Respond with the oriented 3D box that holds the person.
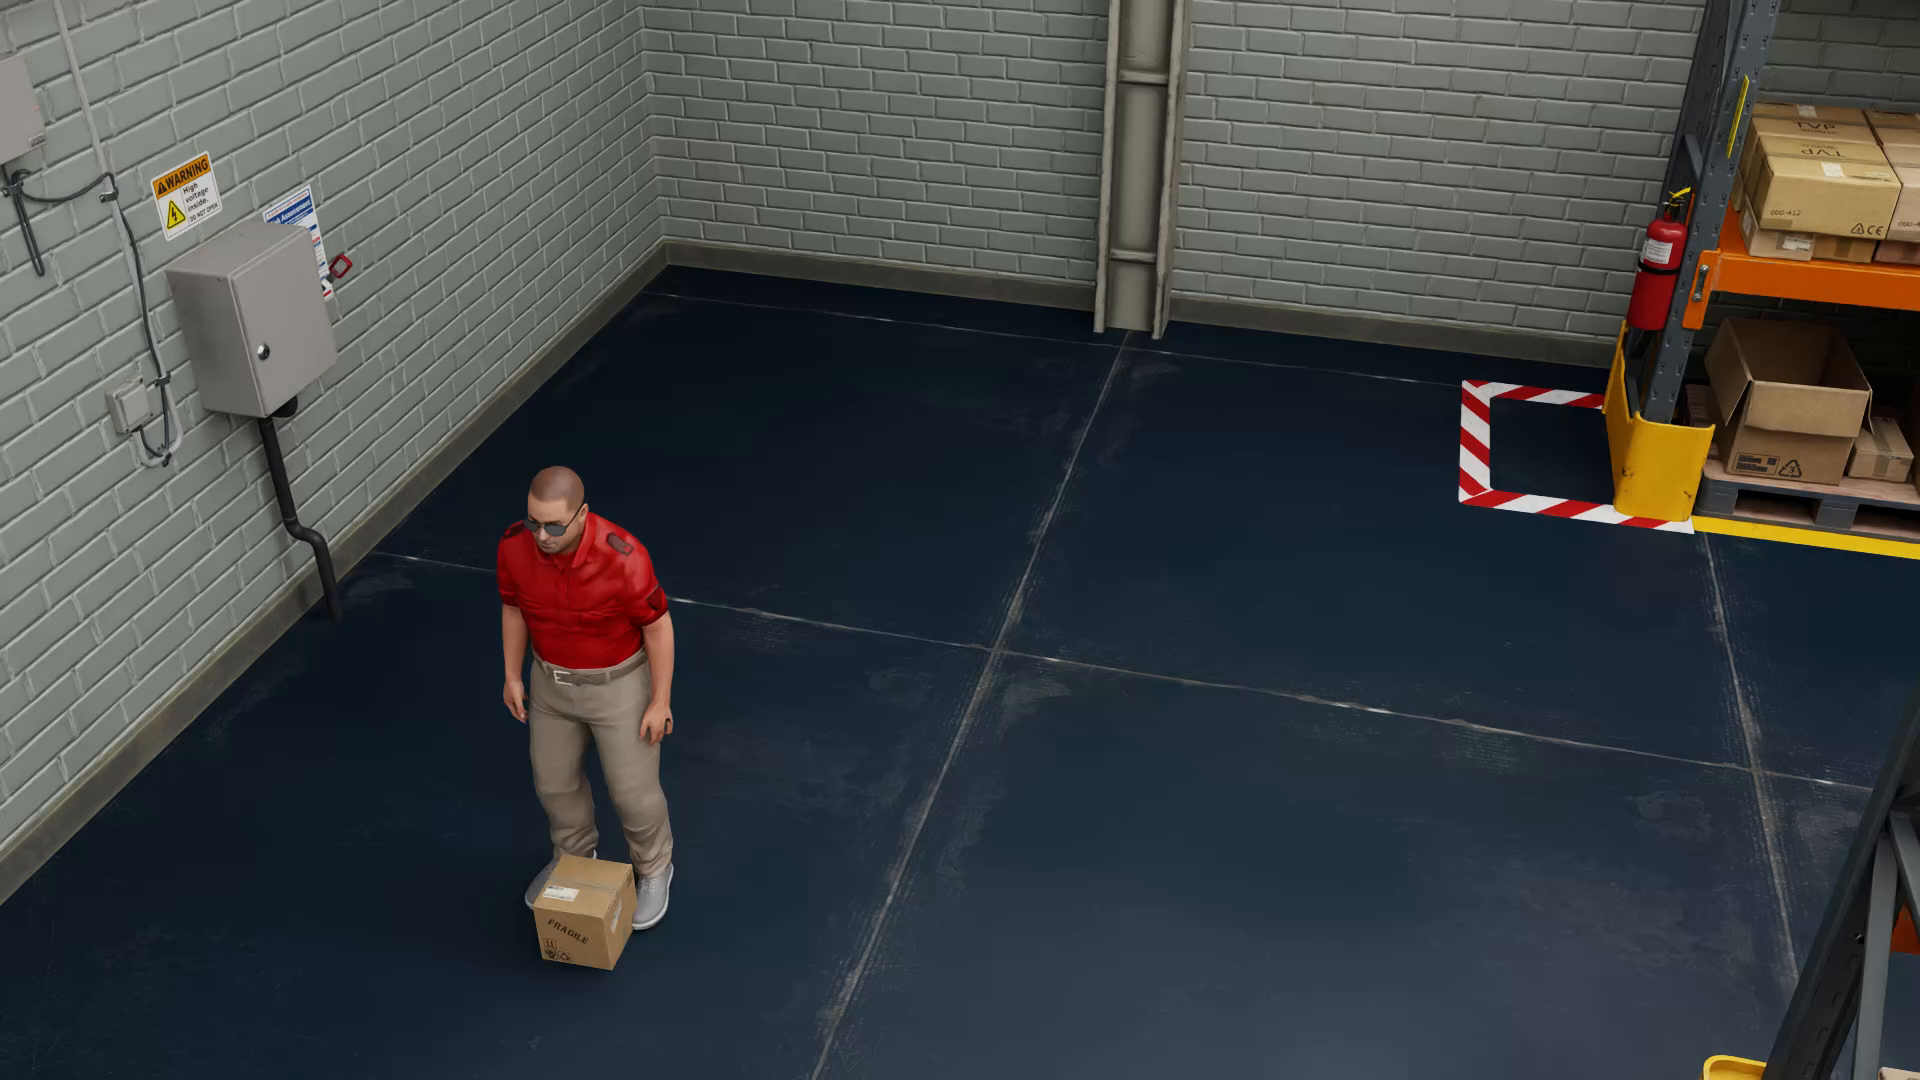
[{"bbox_3d":[-1.198,0.490,5.385,0.587,1.726,0.389,8,33,12],"label":"person"}]
